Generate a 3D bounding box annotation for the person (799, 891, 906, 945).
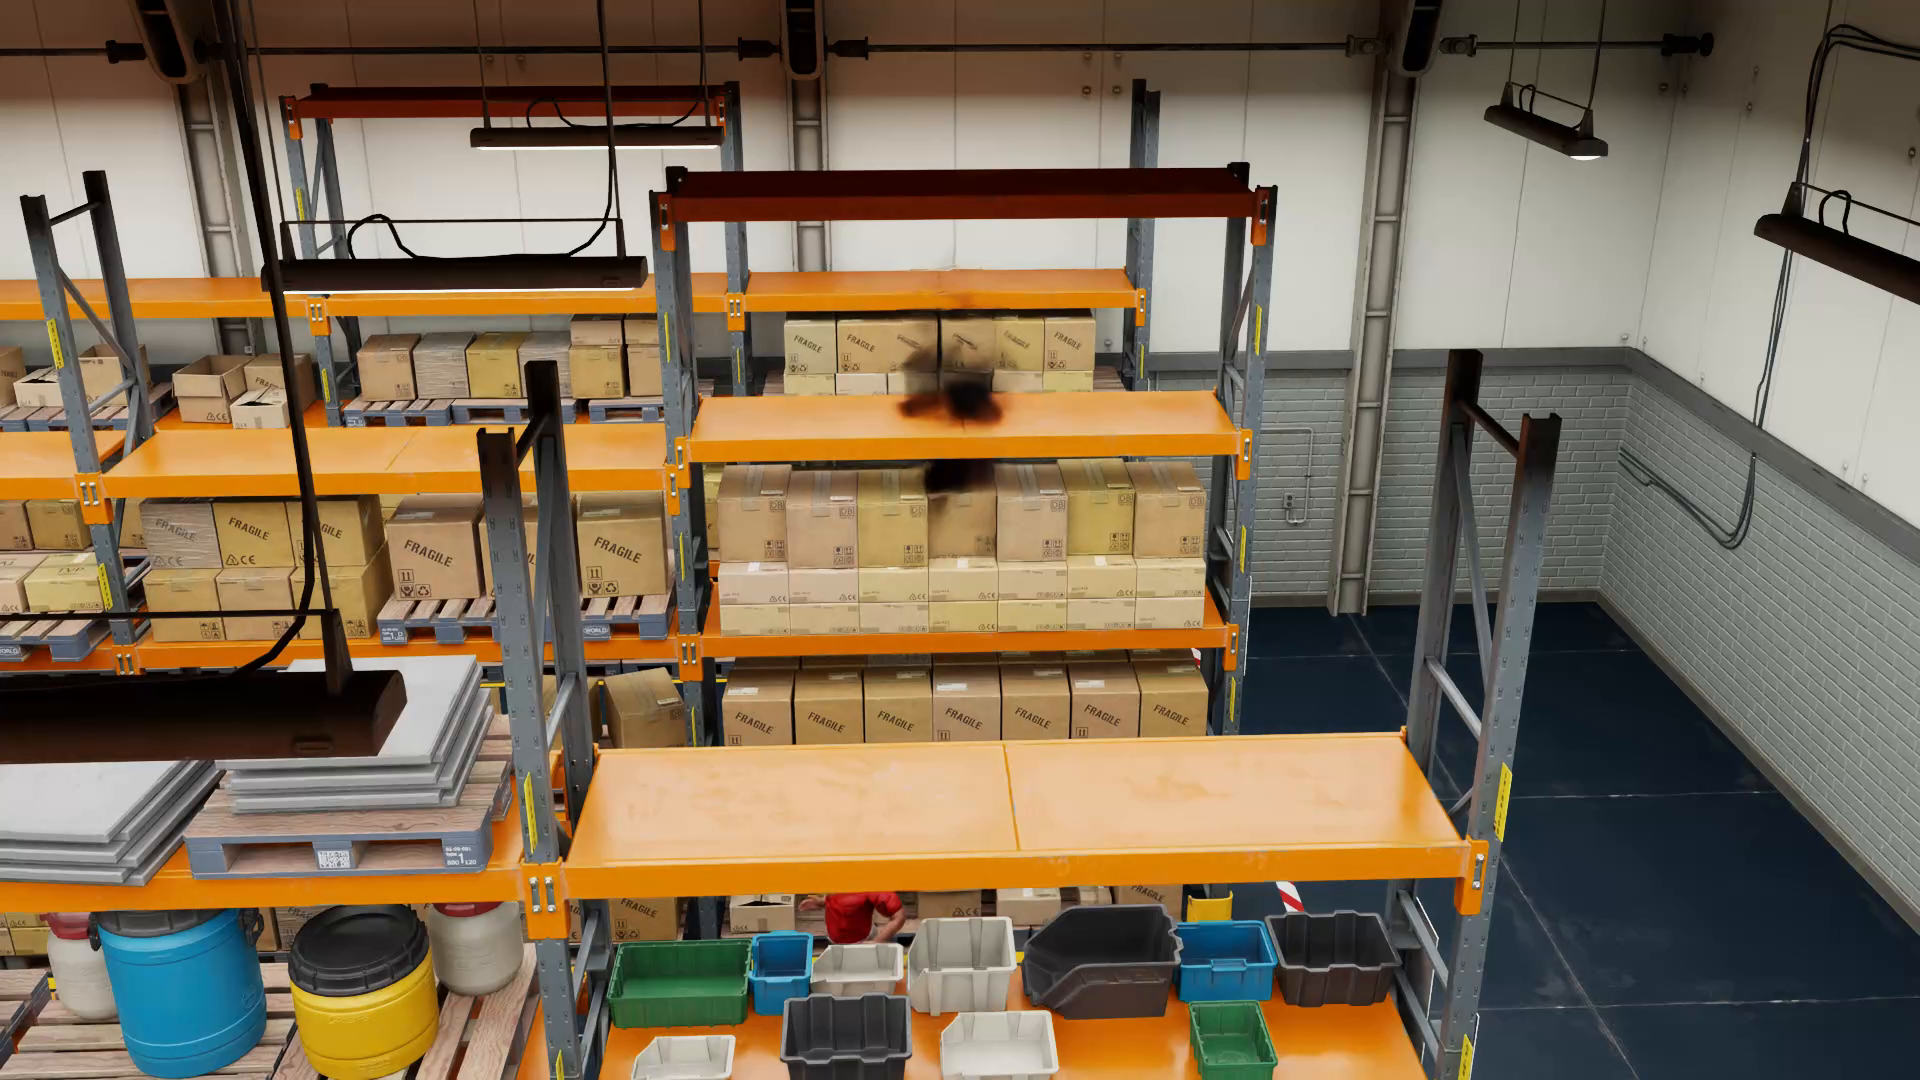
[{"bbox_3d":[-0.706,2.776,11.216,0.859,1.773,0.657,-5,23,-13],"label":"person"}]
